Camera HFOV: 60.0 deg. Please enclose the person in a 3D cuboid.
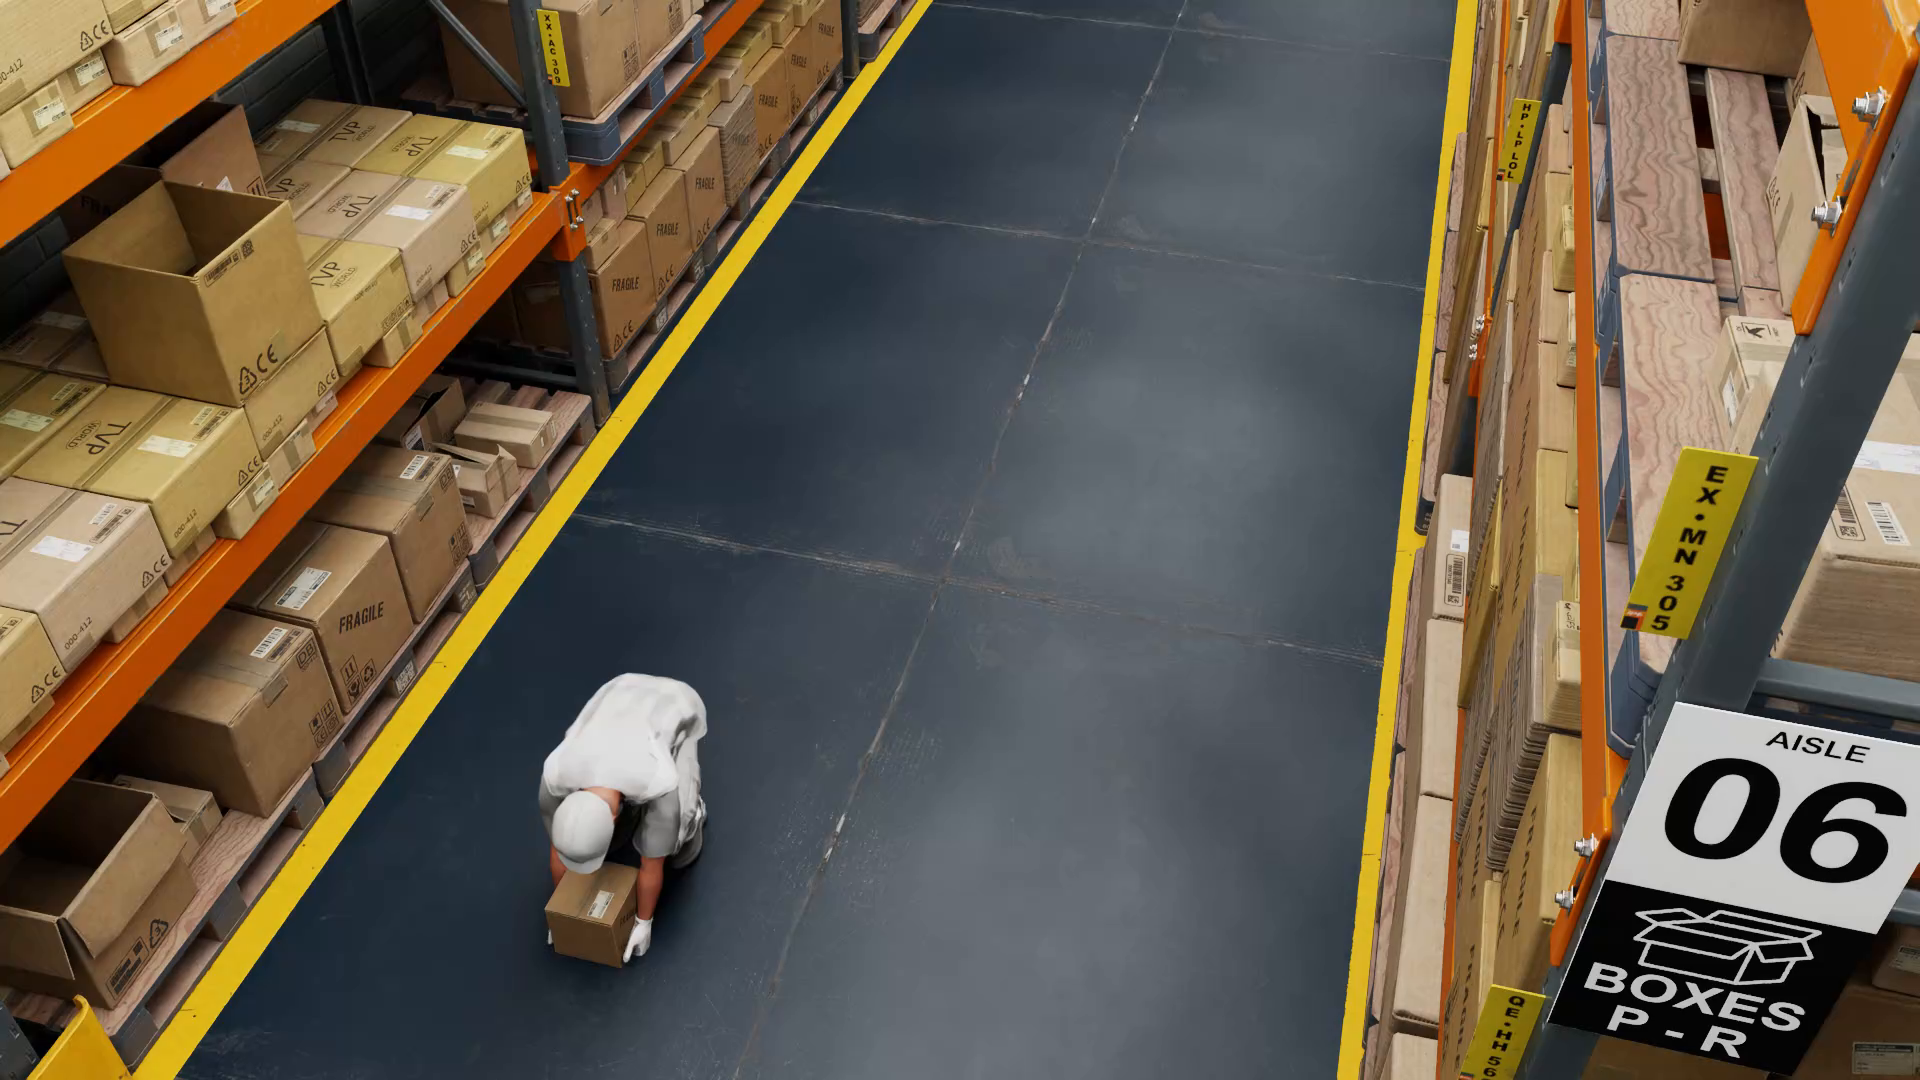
[{"bbox_3d":[-1.182,0.936,5.879,0.534,0.843,0.937,9,41,11],"label":"person"}]
